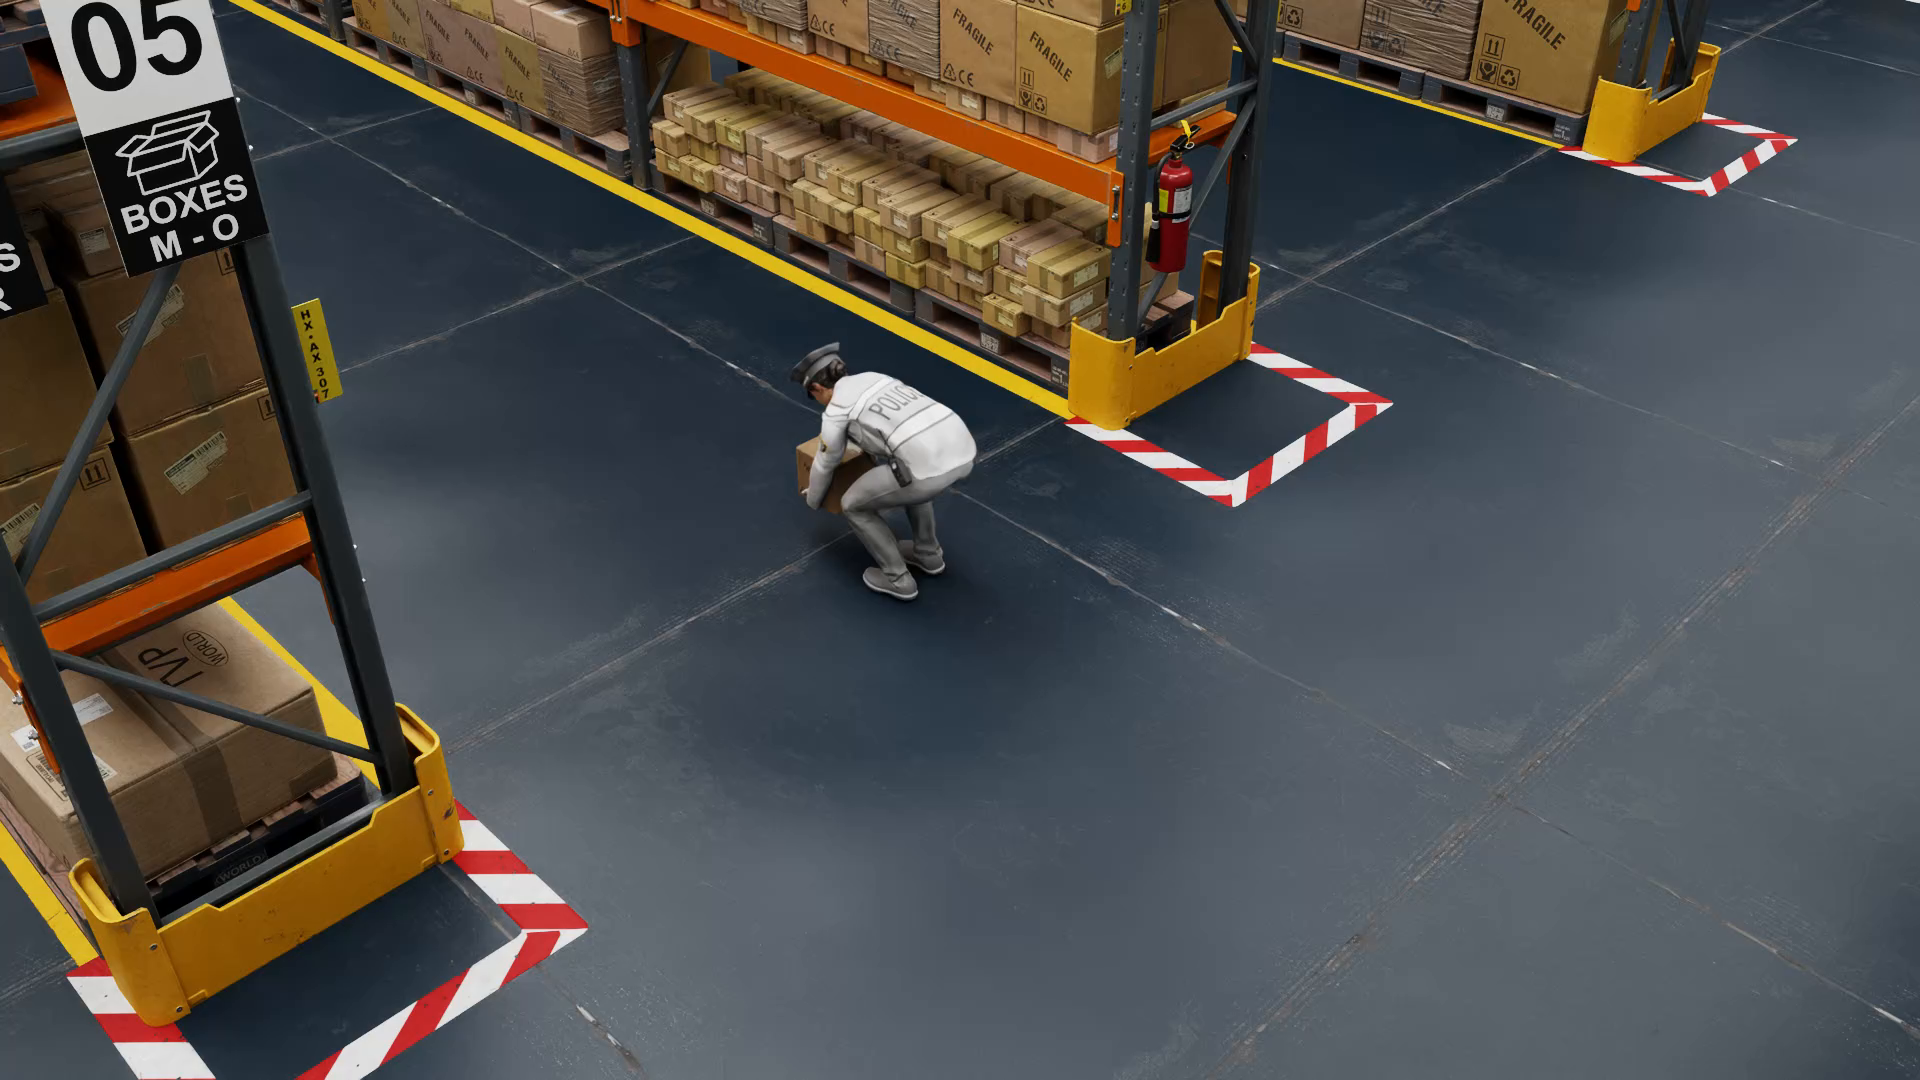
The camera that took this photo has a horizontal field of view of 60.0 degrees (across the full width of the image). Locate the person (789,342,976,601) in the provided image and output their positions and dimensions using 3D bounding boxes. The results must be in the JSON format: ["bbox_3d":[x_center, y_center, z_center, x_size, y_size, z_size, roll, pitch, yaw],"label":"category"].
[{"bbox_3d":[-0.346,-0.300,7.145,0.917,0.990,0.460,28,44,33],"label":"person"}]
